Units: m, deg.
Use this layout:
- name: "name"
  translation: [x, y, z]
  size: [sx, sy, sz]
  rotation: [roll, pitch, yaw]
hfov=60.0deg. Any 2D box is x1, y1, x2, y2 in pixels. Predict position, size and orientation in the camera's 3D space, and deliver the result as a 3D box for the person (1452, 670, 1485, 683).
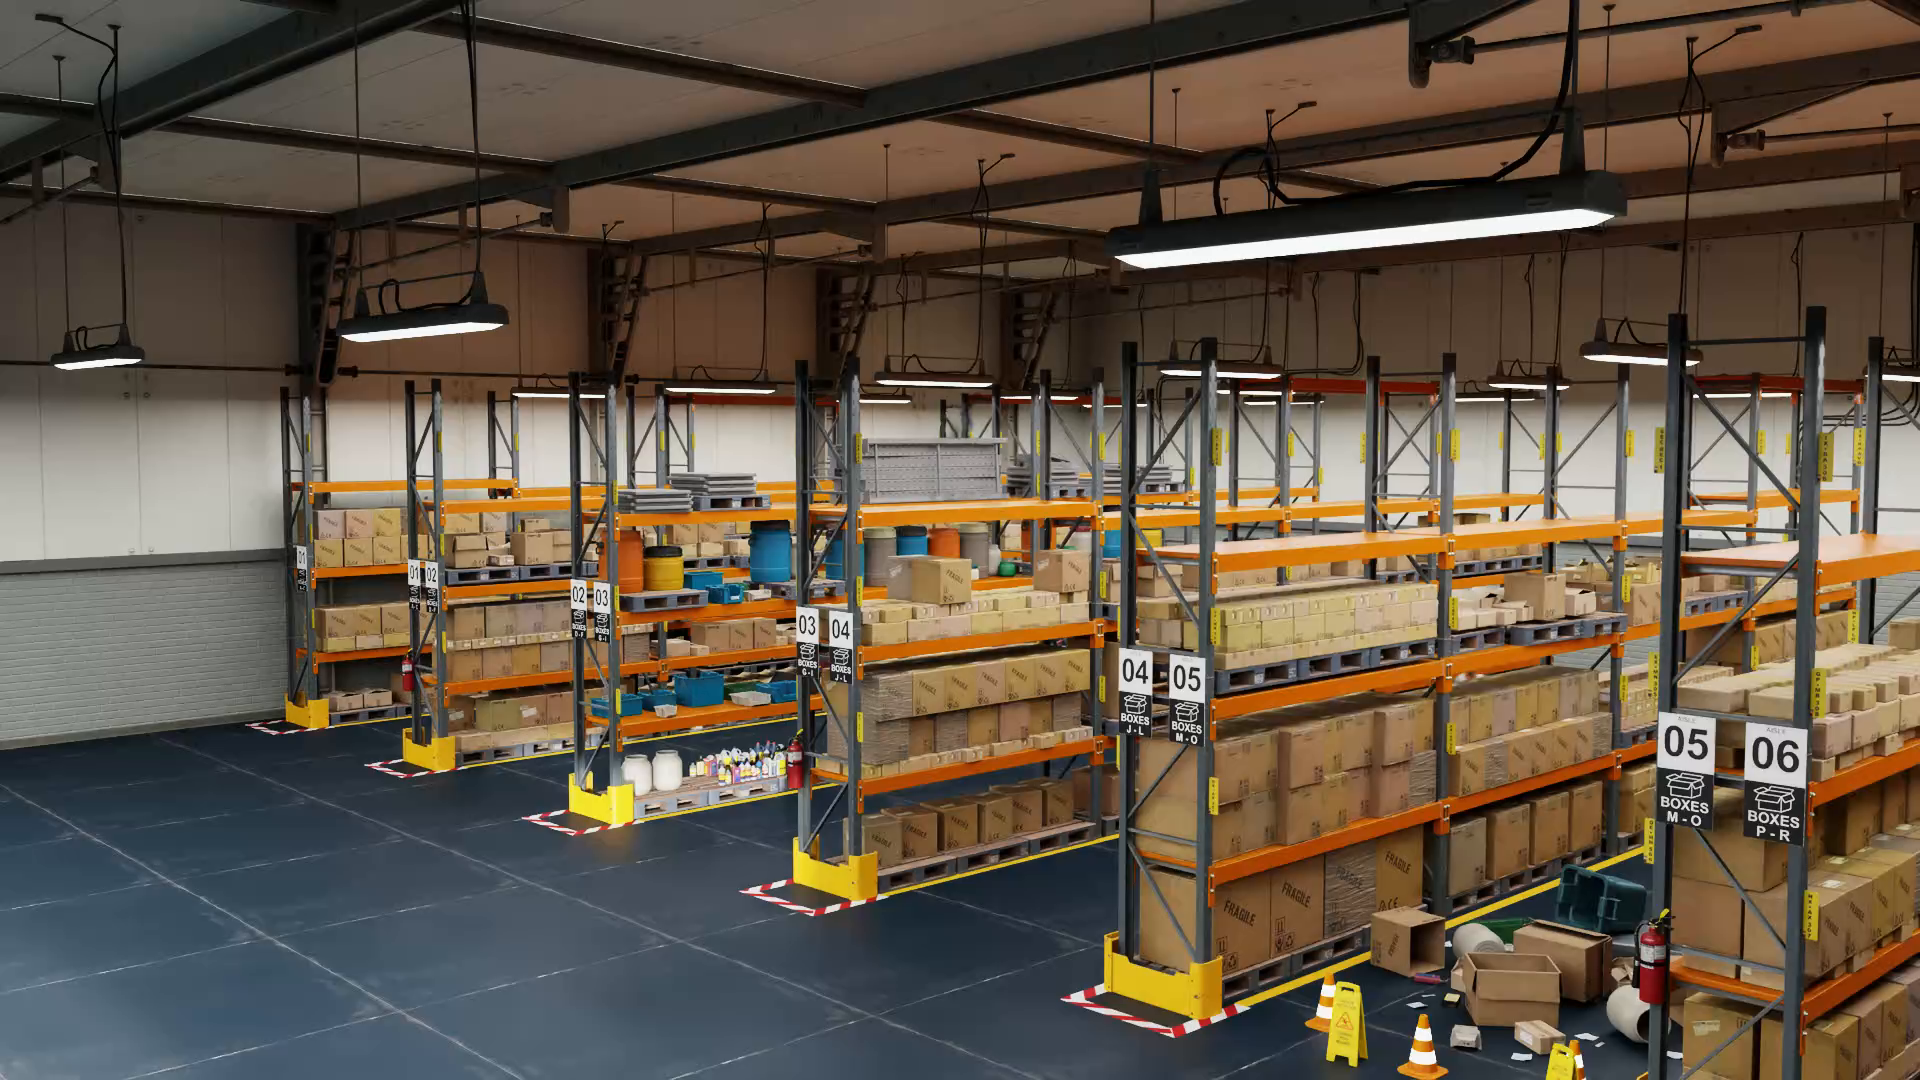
- name: "person"
  translation: [7.708, 2.659, 25.146]
  size: [0.643, 1.816, 0.877]
  rotation: [3, 5, 42]
